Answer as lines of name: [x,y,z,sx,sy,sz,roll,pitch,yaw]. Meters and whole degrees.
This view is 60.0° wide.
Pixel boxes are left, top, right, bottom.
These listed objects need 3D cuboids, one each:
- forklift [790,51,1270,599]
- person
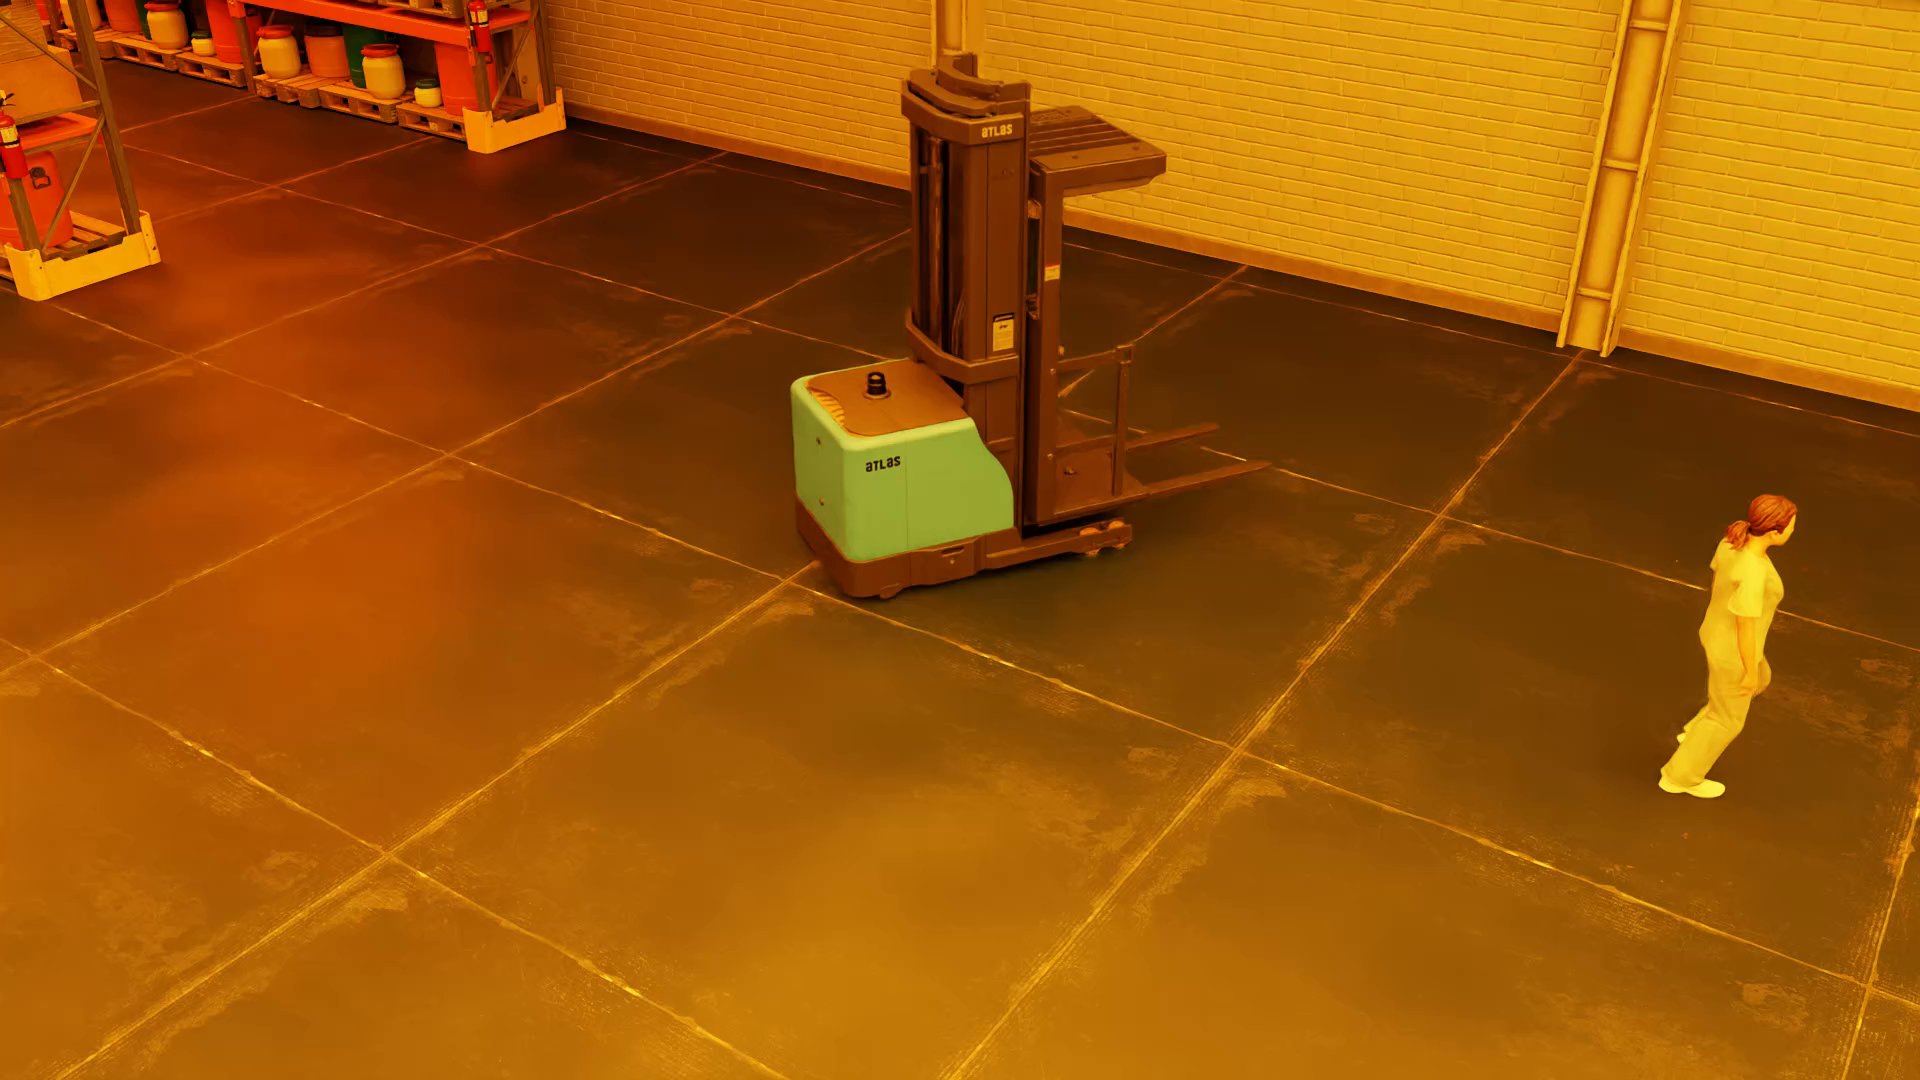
forklift: [0.522,-1.405,10.000,3.031,2.935,1.130,-13,33,-21]
person: [3.751,0.522,7.971,0.475,1.665,0.549,3,30,5]
